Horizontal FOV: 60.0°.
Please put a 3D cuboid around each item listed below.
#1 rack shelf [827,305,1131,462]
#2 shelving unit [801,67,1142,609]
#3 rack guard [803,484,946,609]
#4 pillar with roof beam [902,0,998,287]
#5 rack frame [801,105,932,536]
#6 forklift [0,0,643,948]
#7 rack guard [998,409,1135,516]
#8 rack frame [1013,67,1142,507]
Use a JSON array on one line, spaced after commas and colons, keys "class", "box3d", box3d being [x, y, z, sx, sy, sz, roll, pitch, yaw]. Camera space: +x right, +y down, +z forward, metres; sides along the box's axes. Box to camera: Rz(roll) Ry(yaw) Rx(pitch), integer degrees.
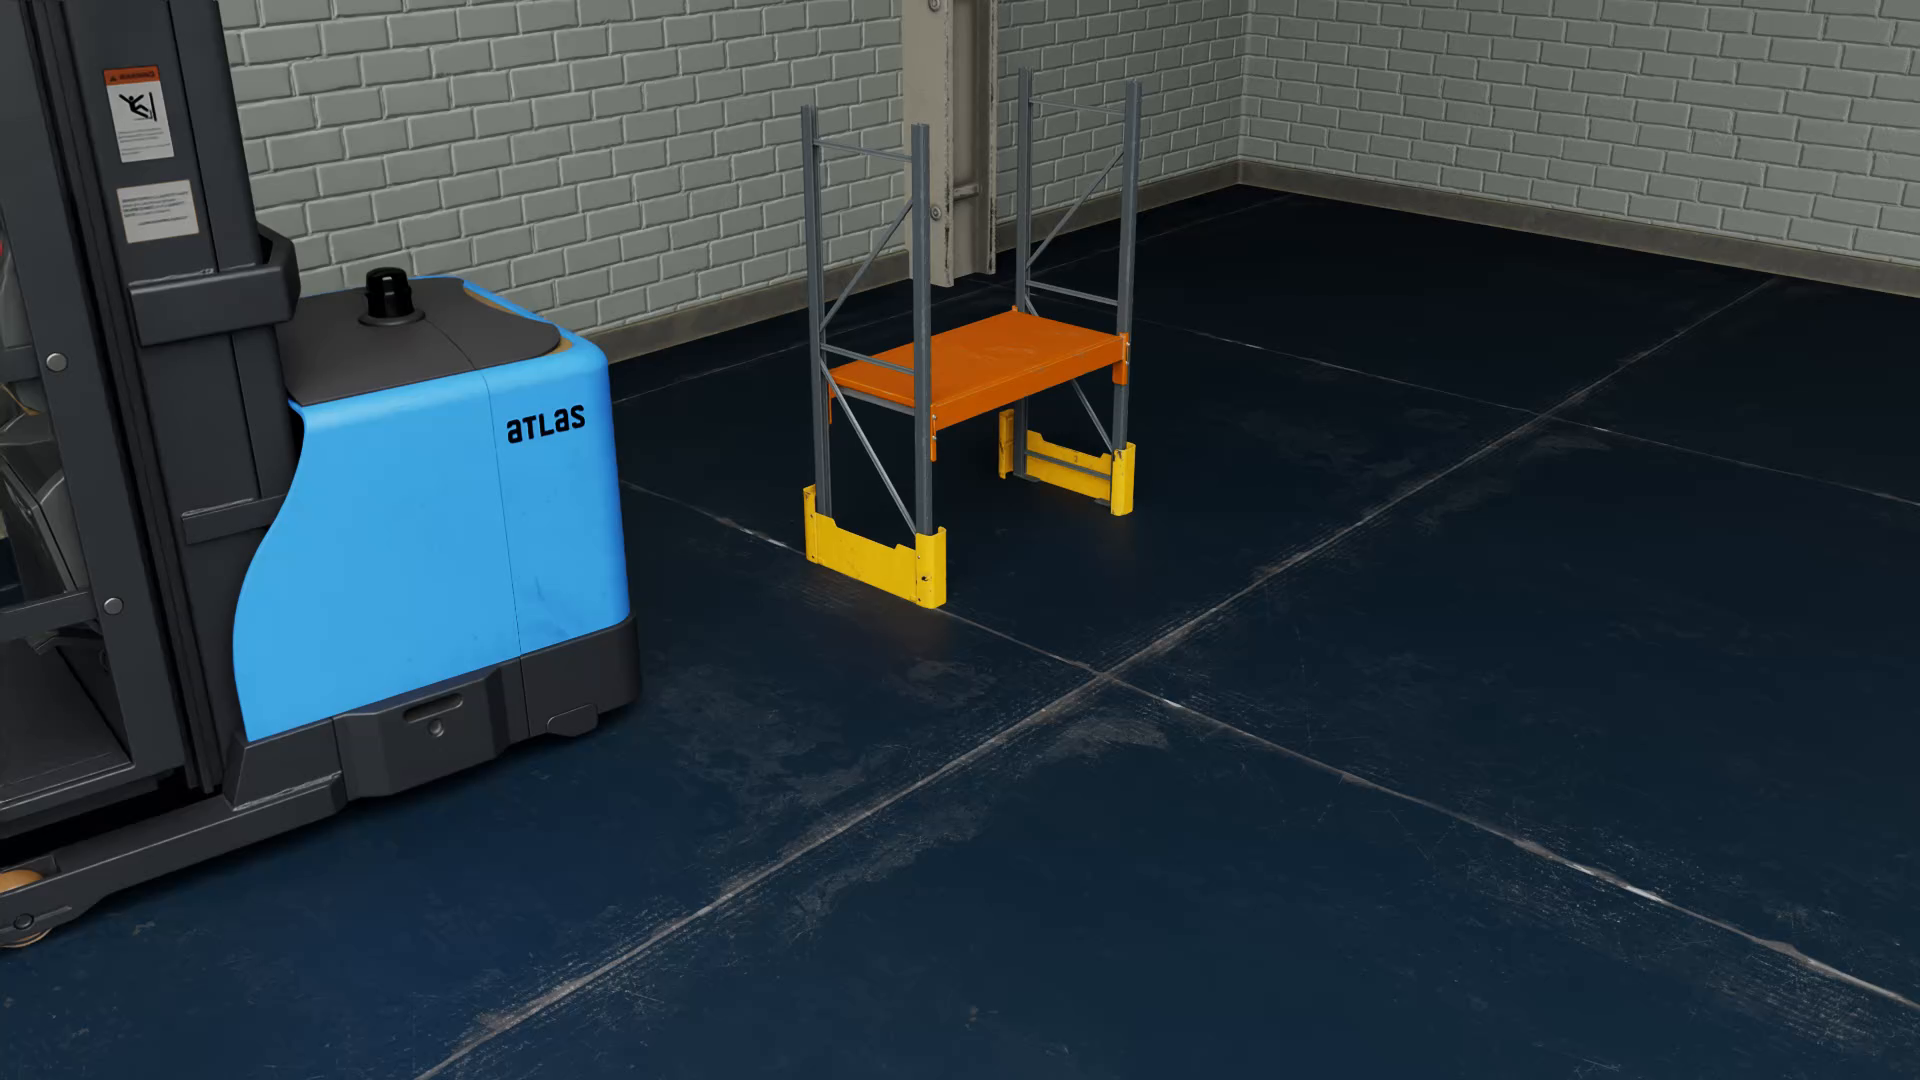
[{"class": "rack shelf", "box3d": [0.057, -0.546, 5.575, 0.538, 0.185, 1.000, 20, 31, 38]}, {"class": "shelving unit", "box3d": [0.051, -0.708, 5.495, 0.587, 1.500, 1.083, 20, 31, 38]}, {"class": "rack guard", "box3d": [-0.281, 0.014, 5.412, 0.587, 0.250, 0.087, 20, 31, 38]}, {"class": "pillar with roof beam", "box3d": [3.156, -4.354, 4.461, 9.100, 9.000, 0.400, 20, 31, 38]}, {"class": "rack frame", "box3d": [-0.282, -0.555, 5.156, 0.500, 1.500, 0.032, 20, 31, 38]}, {"class": "forklift", "box3d": [-2.351, -0.622, 3.554, 3.031, 2.935, 1.130, -18, 30, -35]}, {"class": "rack guard", "box3d": [0.383, -0.289, 6.089, 0.587, 0.250, 0.087, 20, 31, 38]}, {"class": "rack frame", "box3d": [0.396, -0.865, 5.847, 0.500, 1.500, 0.032, 20, 31, 38]}]
